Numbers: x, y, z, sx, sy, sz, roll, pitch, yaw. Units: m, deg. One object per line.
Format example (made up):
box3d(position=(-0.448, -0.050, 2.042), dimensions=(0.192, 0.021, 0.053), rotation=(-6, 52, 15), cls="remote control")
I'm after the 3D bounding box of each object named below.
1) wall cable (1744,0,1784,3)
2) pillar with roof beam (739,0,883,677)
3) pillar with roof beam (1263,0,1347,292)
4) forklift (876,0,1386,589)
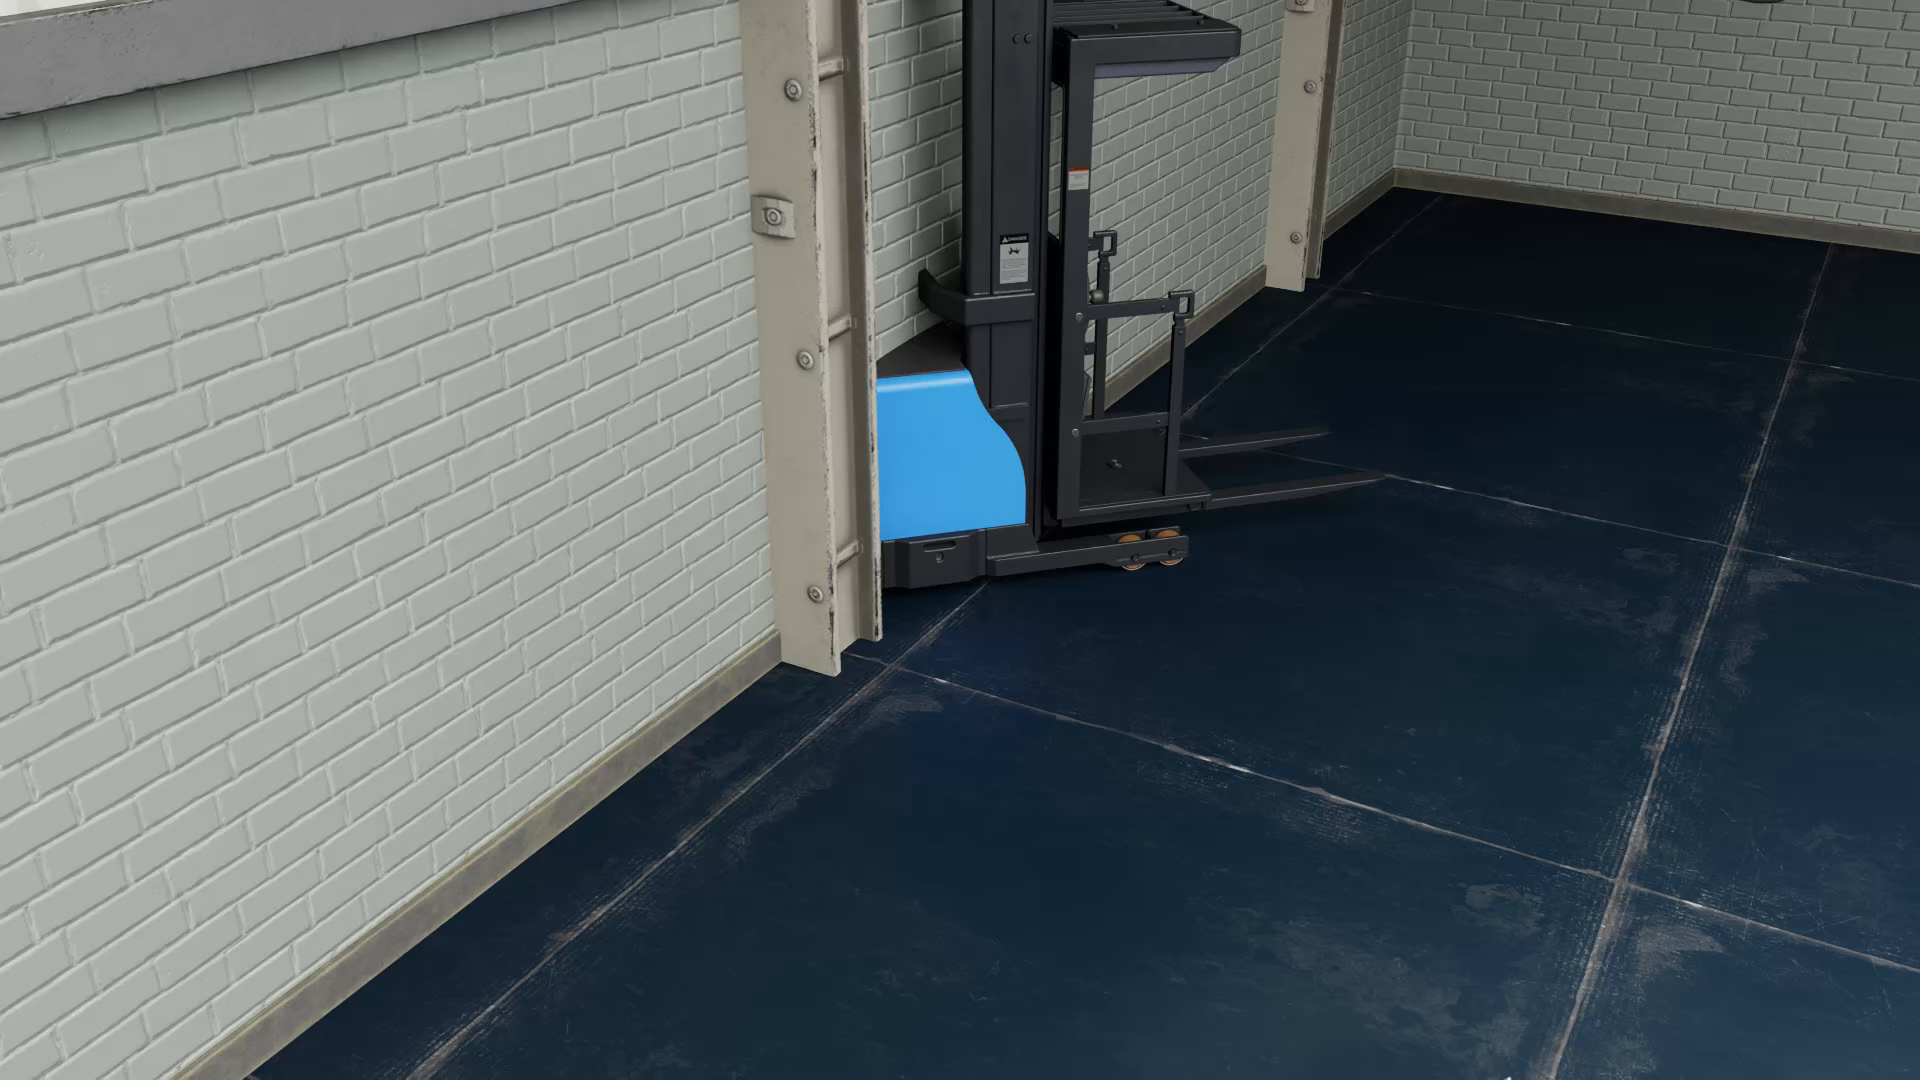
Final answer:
box3d(position=(4.980, -5.358, 12.370), dimensions=(3.097, 2.526, 0.112), rotation=(14, 30, 26), cls="wall cable")
box3d(position=(3.176, -2.604, 3.398), dimensions=(9.100, 9.000, 0.400), rotation=(14, 30, 26), cls="pillar with roof beam")
box3d(position=(6.128, -4.942, 8.070), dimensions=(9.100, 9.000, 0.400), rotation=(14, 30, 26), cls="pillar with roof beam")
box3d(position=(0.601, -1.386, 7.744), dimensions=(3.031, 2.935, 1.130), rotation=(-7, 27, -14), cls="forklift")
